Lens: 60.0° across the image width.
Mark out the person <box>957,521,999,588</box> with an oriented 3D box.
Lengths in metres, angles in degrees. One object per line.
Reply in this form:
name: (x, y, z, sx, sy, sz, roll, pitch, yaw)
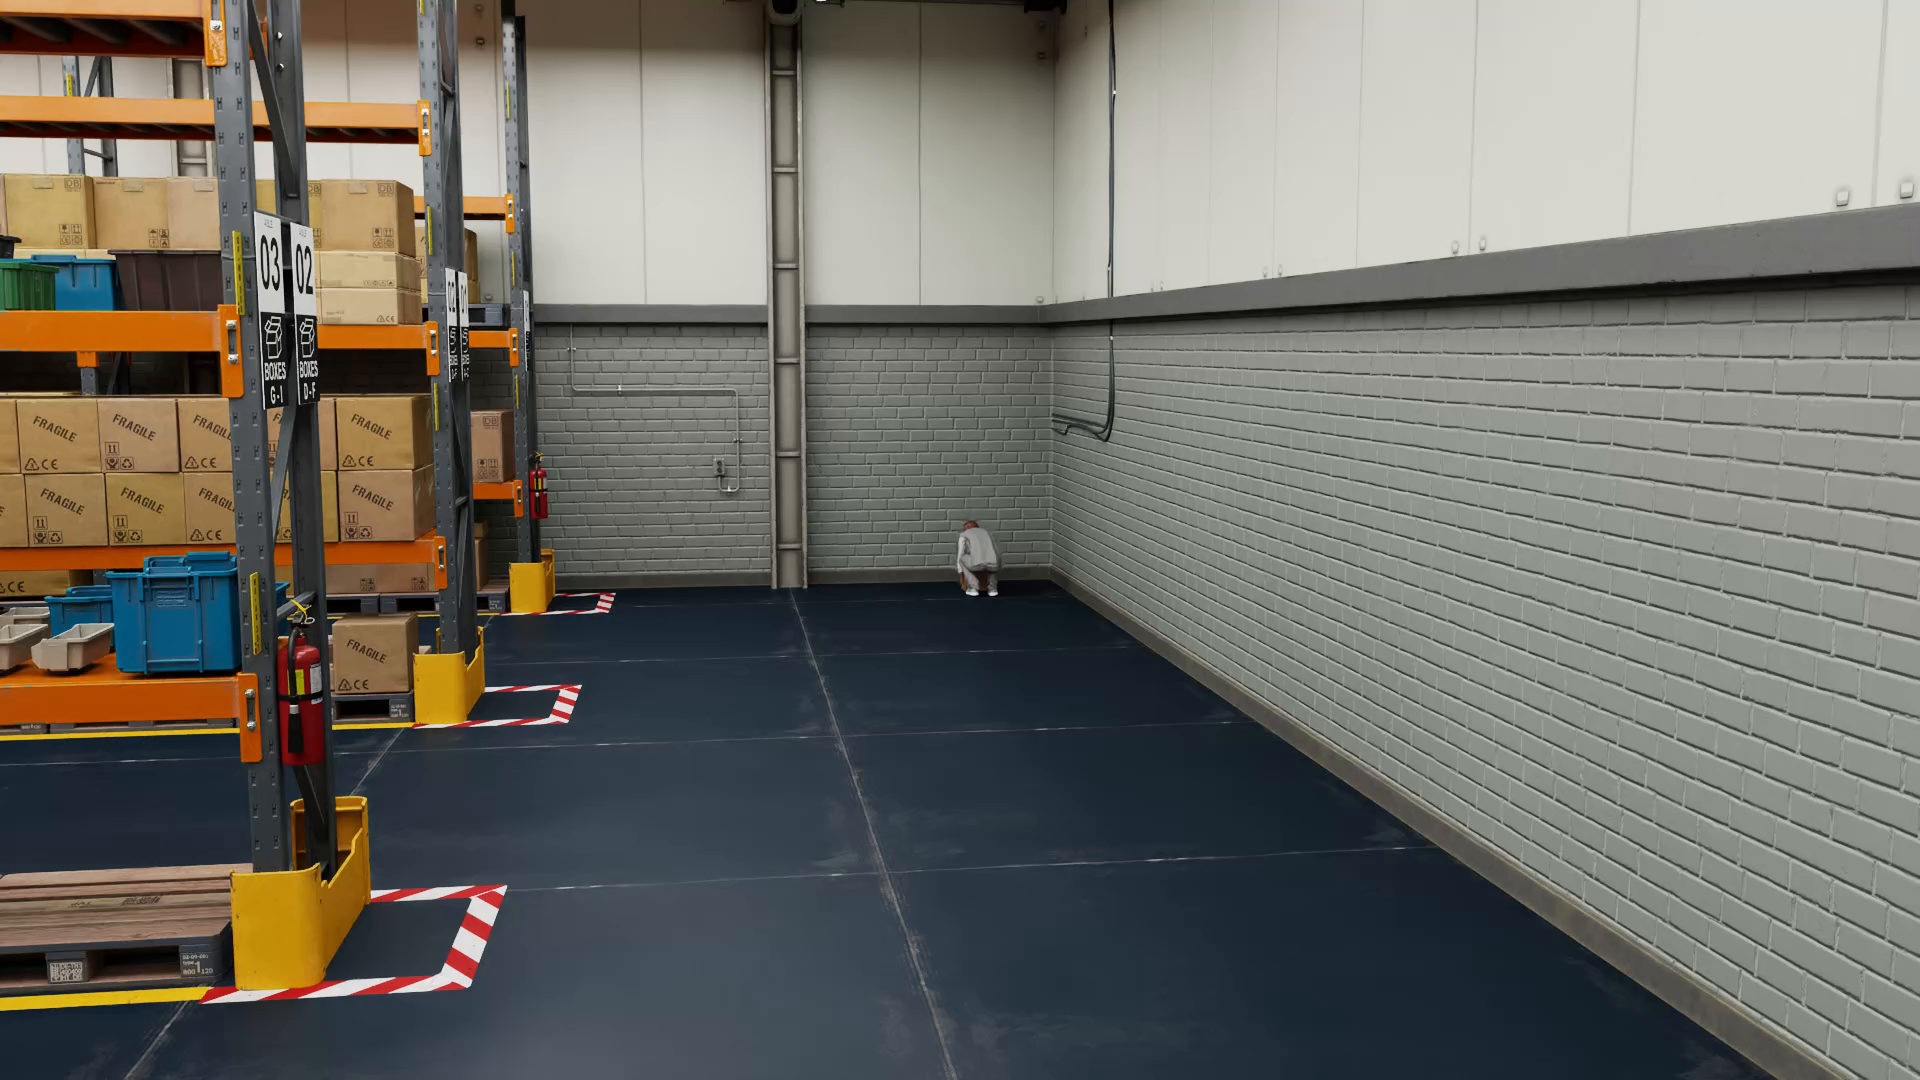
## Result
person: (0.194, 0.204, 17.885, 0.392, 0.768, 0.791, -1, 7, -9)
